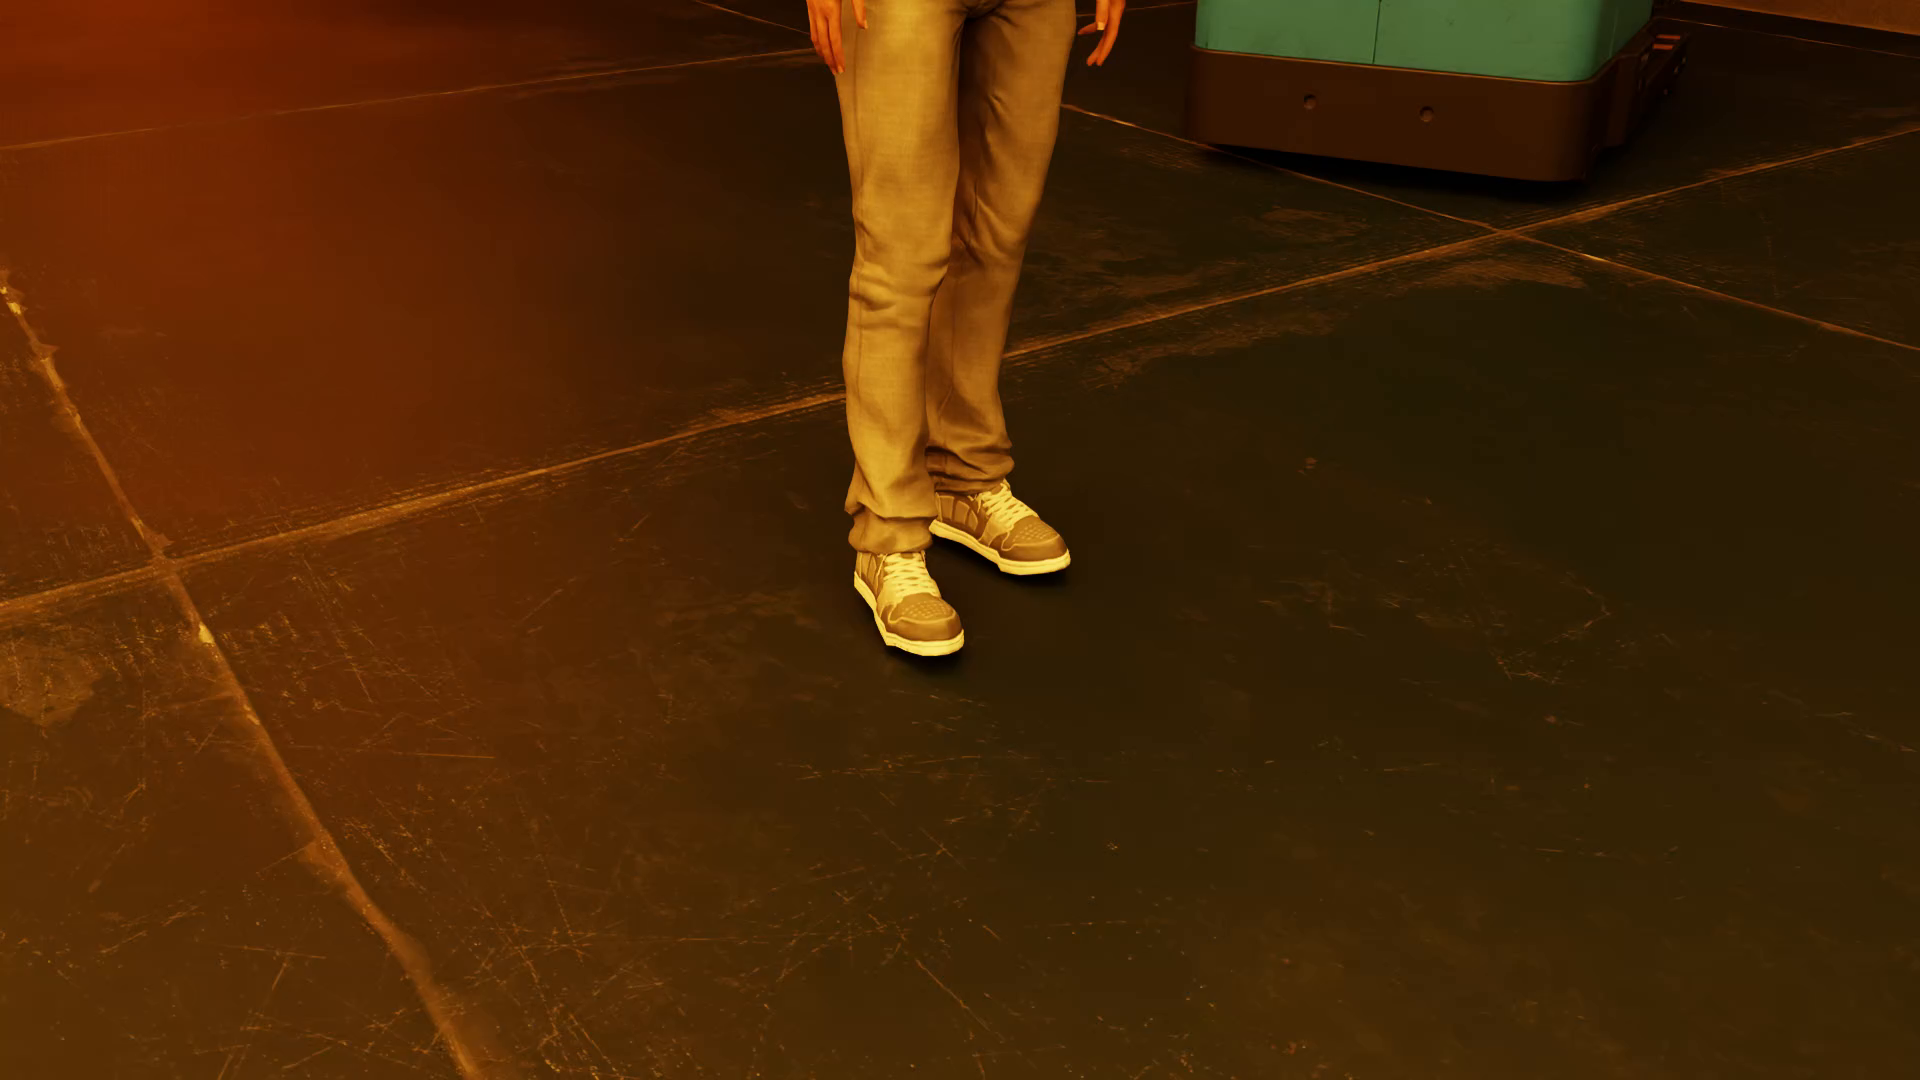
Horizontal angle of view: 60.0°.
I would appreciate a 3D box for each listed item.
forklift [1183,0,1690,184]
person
[{"bbox_3d":[1.754,-2.819,4.851,1.130,2.935,3.031,14,30,25],"label":"forklift"},{"bbox_3d":[0.031,-0.690,2.078,0.521,1.596,0.475,-17,31,-31],"label":"person"}]
